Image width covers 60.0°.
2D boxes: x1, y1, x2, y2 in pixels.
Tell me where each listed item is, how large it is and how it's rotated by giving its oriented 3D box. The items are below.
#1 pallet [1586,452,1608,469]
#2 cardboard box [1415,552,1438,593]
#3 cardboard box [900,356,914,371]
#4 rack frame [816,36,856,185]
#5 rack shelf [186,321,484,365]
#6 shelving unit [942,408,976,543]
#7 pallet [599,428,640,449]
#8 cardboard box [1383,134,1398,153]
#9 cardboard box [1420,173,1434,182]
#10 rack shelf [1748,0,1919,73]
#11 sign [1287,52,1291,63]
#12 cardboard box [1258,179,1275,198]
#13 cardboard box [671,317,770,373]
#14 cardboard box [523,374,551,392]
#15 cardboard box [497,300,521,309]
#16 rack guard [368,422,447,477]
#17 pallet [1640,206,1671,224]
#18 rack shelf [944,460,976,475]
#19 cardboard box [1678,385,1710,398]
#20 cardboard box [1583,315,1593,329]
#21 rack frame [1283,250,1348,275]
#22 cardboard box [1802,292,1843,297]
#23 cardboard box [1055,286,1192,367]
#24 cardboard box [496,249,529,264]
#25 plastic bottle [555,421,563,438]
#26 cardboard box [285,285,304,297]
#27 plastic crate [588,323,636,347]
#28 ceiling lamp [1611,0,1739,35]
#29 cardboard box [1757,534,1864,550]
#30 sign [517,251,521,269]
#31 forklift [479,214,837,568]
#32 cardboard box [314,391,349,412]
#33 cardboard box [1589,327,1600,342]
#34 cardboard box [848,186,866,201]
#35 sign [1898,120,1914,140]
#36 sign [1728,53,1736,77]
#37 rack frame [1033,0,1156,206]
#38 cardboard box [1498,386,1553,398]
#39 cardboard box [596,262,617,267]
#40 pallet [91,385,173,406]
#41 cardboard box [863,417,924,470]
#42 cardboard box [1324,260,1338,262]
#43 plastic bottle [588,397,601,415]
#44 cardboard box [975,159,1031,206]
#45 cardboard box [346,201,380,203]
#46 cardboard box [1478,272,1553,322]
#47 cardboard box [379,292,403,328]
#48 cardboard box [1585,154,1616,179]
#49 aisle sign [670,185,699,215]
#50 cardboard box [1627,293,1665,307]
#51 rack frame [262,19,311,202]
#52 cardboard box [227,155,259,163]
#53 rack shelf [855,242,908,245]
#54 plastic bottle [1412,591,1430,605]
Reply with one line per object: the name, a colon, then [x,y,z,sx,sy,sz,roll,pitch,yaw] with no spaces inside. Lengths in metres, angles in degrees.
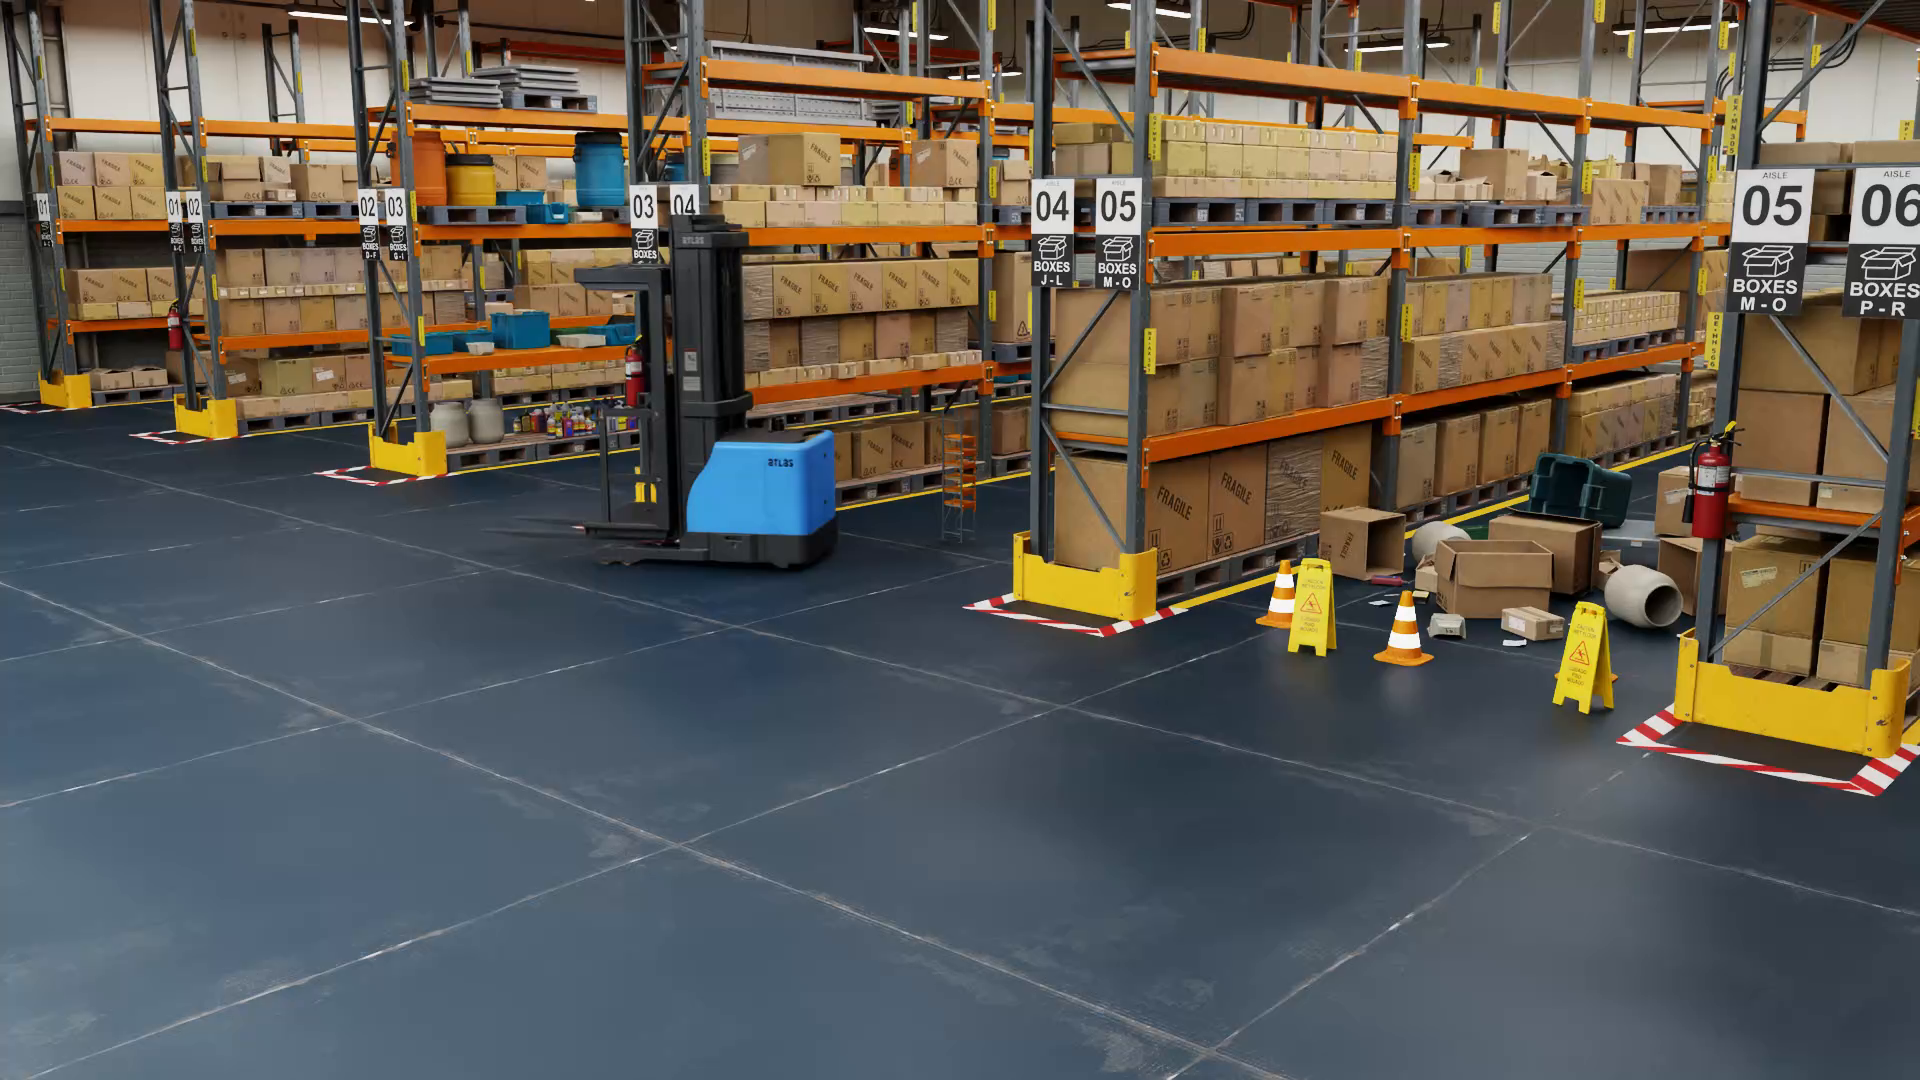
pallet: [6.755,-0.896,19.199,1.003,0.211,1.213,10,15,40]
cardboard box: [3.847,0.271,13.214,0.258,0.266,0.396,-9,14,-38]
cardboard box: [-0.710,-1.888,17.687,0.380,0.149,0.250,10,15,40]
rack frame: [-2.219,-7.617,30.410,1.000,3.000,0.127,10,15,40]
rack shelf: [-8.820,-2.851,23.702,1.077,0.370,4.000,10,15,40]
shelving unit: [-0.010,-0.586,15.122,0.258,1.200,0.189,10,15,40]
pallet: [-4.256,-1.396,21.701,1.003,0.211,1.213,10,15,40]
cardboard box: [3.596,-3.459,14.530,0.380,0.149,0.250,10,15,40]
cardboard box: [4.248,-3.423,16.126,0.500,0.250,0.500,10,15,40]
rack shelf: [6.063,-3.229,10.284,1.077,0.370,4.000,10,15,40]
sign: [4.819,-6.947,24.265,0.100,0.325,0.005,10,15,40]
cardboard box: [2.258,-2.769,13.112,0.380,0.149,0.250,10,15,40]
cardboard box: [-2.318,-1.900,16.091,0.875,0.500,0.500,10,15,40]
cardboard box: [-6.709,-2.458,25.845,0.500,0.250,0.500,10,15,42]
cardboard box: [-7.057,-3.585,25.884,0.396,0.266,0.258,9,15,39]
rack guard: [-6.407,-1.060,19.280,1.175,0.500,0.348,10,15,40]
pallet: [7.709,-3.886,19.870,1.213,0.211,1.003,10,15,40]
rack shelf: [-0.010,-0.660,15.107,0.258,0.103,0.180,10,15,40]
cardboard box: [9.773,-1.979,22.186,0.380,0.149,0.250,9,15,39]
cardboard box: [6.886,-2.463,18.732,0.380,0.149,0.250,11,16,43]
rack frame: [5.220,-3.394,24.582,1.000,3.000,0.127,10,15,40]
cardboard box: [5.515,-1.297,10.519,0.700,0.500,0.500,10,15,40]
cardboard box: [1.232,-1.625,12.586,0.875,0.550,0.550,10,15,40]
cardboard box: [-8.478,-5.399,31.643,0.500,0.250,0.500,10,15,42]
plastic bottle: [-4.923,-1.354,20.390,0.097,0.201,0.097,0,11,0]
cardboard box: [-9.213,-3.419,22.798,0.380,0.149,0.250,9,15,39]
plastic crate: [-4.308,-2.586,20.919,0.499,0.251,0.616,10,15,40]
ceiling lamp: [11.537,-9.854,26.705,2.000,3.185,0.800,10,15,40]
cardboard box: [5.418,0.199,10.628,0.500,0.500,0.500,11,15,42]
sign: [-8.169,-5.187,30.805,0.100,0.325,0.005,10,15,40]
forklift: [-2.658,-1.318,14.365,3.031,2.935,1.130,2,11,10]
cardboard box: [-8.962,-1.965,23.376,0.500,0.250,0.500,10,15,40]
cardboard box: [7.040,-2.351,18.930,0.380,0.149,0.250,11,16,43]
cardboard box: [-1.169,-3.501,16.829,0.380,0.149,0.250,9,14,38]
sign: [6.964,-2.924,12.248,0.100,0.325,0.005,10,15,40]
sign: [11.112,-6.835,23.908,0.100,0.325,0.005,10,15,40]
rack frame: [0.958,-3.914,11.870,1.000,3.000,0.127,10,15,40]
cardboard box: [6.493,-1.631,19.154,0.500,0.250,0.500,9,15,39]
cardboard box: [-7.051,-5.196,32.540,0.500,0.500,0.500,10,15,42]
pallet: [-13.251,-2.308,26.267,1.003,0.211,1.213,10,15,40]
cardboard box: [-0.728,-1.058,18.198,0.500,0.500,0.500,-7,13,-30]
cardboard box: [5.656,-4.009,25.373,0.500,0.500,0.500,10,15,41]
plastic bottle: [-4.751,-1.681,21.647,0.144,0.351,0.185,9,14,38]
cardboard box: [0.324,-4.000,18.626,0.797,0.503,0.637,9,14,38]
cardboard box: [-10.396,-5.932,28.787,0.500,0.311,0.500,10,15,42]
cardboard box: [5.935,-2.624,17.919,0.700,0.500,0.500,10,15,40]
cardboard box: [-8.465,-3.329,24.004,0.700,0.500,0.500,10,15,41]
cardboard box: [7.053,-4.144,18.471,0.396,0.266,0.258,10,15,40]
aisle sign: [-2.517,-2.855,15.248,0.394,0.787,0.004,10,15,40]
cardboard box: [8.412,-2.950,20.413,0.380,0.149,0.250,9,15,39]
rack frame: [-11.223,-7.080,27.721,1.000,3.000,0.127,10,15,40]
cardboard box: [-11.706,-5.967,26.948,0.500,0.500,0.500,11,16,43]
rack shelf: [-2.461,-4.269,23.145,1.077,0.370,4.000,10,15,40]
plastic bottle: [3.567,0.440,12.892,0.133,0.061,0.283,4,12,21]
